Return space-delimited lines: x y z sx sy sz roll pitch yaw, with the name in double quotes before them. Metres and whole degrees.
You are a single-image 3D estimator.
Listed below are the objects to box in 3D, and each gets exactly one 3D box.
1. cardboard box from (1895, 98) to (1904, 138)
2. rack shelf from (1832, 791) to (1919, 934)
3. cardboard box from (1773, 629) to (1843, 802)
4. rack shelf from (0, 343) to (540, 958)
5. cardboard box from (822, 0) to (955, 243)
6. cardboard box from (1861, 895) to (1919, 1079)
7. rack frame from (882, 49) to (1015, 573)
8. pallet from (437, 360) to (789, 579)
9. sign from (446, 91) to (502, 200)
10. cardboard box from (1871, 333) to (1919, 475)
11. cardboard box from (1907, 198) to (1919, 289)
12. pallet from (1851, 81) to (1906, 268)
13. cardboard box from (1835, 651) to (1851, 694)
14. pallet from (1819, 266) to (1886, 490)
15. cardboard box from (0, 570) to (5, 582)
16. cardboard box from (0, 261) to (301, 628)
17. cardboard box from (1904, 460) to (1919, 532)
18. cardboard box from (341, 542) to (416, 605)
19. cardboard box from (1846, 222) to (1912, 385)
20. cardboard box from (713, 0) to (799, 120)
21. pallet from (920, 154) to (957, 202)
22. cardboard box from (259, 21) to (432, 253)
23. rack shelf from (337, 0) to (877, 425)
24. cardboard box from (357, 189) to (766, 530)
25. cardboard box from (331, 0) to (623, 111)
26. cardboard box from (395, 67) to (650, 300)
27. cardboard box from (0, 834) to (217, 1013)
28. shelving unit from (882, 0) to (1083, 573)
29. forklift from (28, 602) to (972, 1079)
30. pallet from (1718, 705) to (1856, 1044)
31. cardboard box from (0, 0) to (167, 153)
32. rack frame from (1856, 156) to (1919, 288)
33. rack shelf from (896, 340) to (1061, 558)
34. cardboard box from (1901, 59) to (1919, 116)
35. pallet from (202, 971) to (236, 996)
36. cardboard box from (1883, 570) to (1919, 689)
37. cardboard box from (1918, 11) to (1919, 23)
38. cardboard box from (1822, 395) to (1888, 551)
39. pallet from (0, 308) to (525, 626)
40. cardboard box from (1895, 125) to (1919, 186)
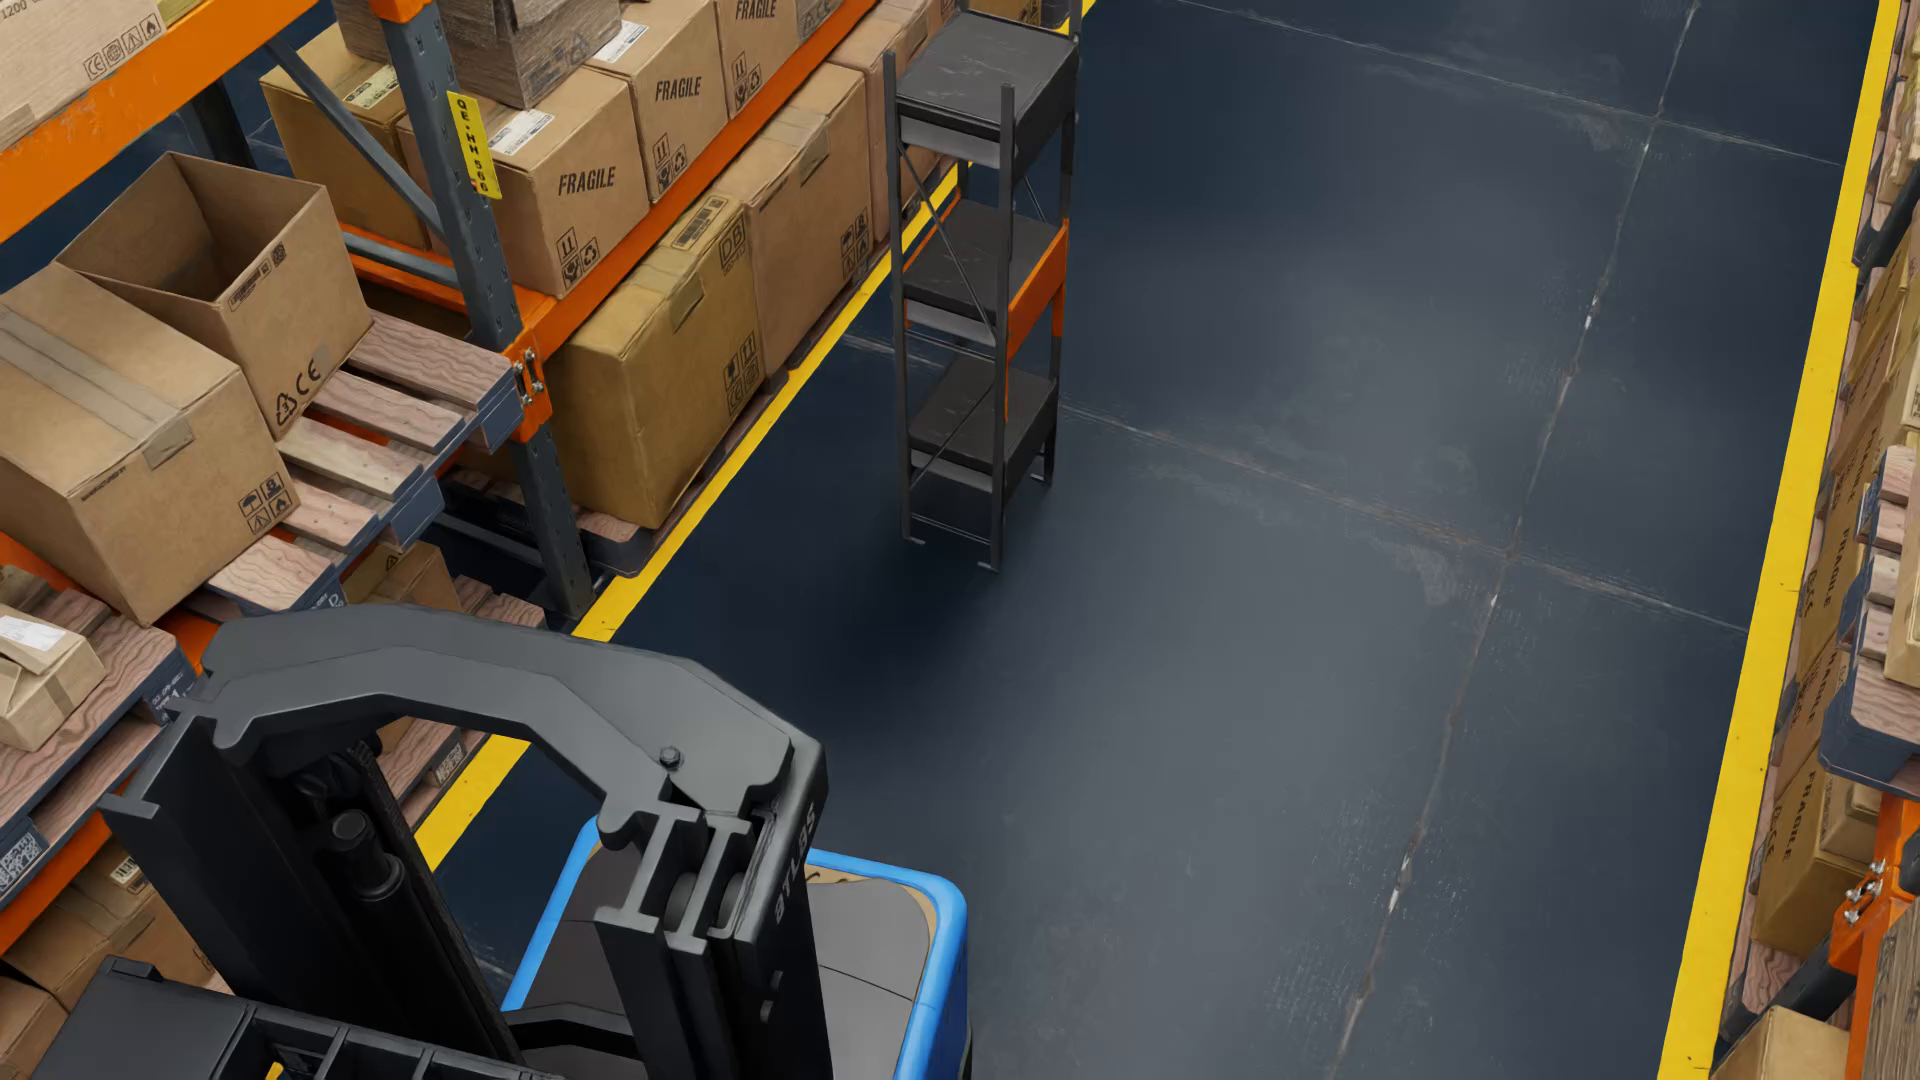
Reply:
"cardboard box" 4.449 -1.897 7.491 0.380 0.149 0.250 18 52 15
"rack shelf" 3.494 -0.339 5.042 1.077 0.370 4.000 20 52 16
"cardboard box" 2.909 0.584 5.149 0.500 0.500 0.500 22 53 18
"rack shelf" -2.656 0.732 4.130 1.077 0.370 4.000 20 52 16
"cardboard box" -0.729 -2.018 7.117 1.225 0.875 0.875 18 52 15
"cardboard box" 2.204 0.994 3.369 0.500 0.500 0.500 20 53 16
"rack frame" -0.034 -0.626 5.404 0.400 2.100 0.015 20 52 16
"pallet" -1.397 -0.493 6.531 1.003 0.211 1.213 20 52 16
"sign" -1.307 -1.058 4.473 0.100 0.325 0.005 20 52 16
"cardboard box" 3.347 -0.379 5.476 0.500 0.250 0.500 22 53 17
"cardboard box" 3.794 -1.096 6.086 0.500 0.250 0.500 18 52 15
"pallet" 4.603 -1.520 7.405 1.003 0.211 1.213 20 52 16
"cardboard box" 2.900 0.328 4.874 0.500 0.250 0.500 20 53 17
"pallet" 4.017 -0.509 6.545 1.003 0.211 1.213 20 52 16
"cardboard box" -2.726 0.113 4.007 0.500 0.250 0.500 18 52 15
"cardboard box" -2.144 -0.245 4.148 0.700 0.500 0.500 27 55 21
"cardboard box" 2.652 -0.087 4.244 0.380 0.149 0.250 21 53 17
"cardboard box" -2.061 0.017 5.126 0.500 0.250 0.500 22 53 18
"cardboard box" 3.793 -0.853 6.372 0.500 0.500 0.500 22 53 17
"cardboard box" -0.914 -1.867 5.803 0.500 0.500 0.500 19 52 15
"pallet" -0.355 -2.174 7.961 1.003 0.211 1.213 20 52 16
"cardboard box" -1.815 -1.332 5.348 0.500 0.500 0.500 21 53 17
"rack shelf" -0.947 -2.023 6.474 1.077 0.370 4.000 20 52 16
"cardboard box" -1.488 -0.795 6.076 1.225 0.875 0.875 18 52 14
"cardboard box" -1.475 -1.734 5.032 0.797 0.503 0.637 21 53 17
"cardboard box" -1.348 -1.157 5.200 0.500 0.500 0.500 21 53 17
"cardboard box" -2.531 1.035 4.752 0.700 0.500 0.500 24 54 19
"shelving unit" 0.071 -0.794 5.547 0.431 2.100 0.503 20 52 16
"forklift" -0.810 1.601 2.963 1.130 2.935 3.031 10 50 9
"pallet" 2.975 1.171 5.115 1.003 0.211 1.213 20 52 16
"cardboard box" -1.983 -1.049 3.302 0.500 0.250 0.500 20 52 16
"rack frame" 4.348 -1.950 5.939 1.000 3.000 0.127 20 52 16
"rack shelf" 0.071 -0.332 6.091 0.431 0.518 0.480 20 52 16
"cardboard box" 4.398 -1.959 7.348 0.380 0.149 0.250 18 52 15
"pallet" -2.660 1.400 4.920 1.003 0.211 1.213 20 52 16
"cardboard box" 2.435 0.261 3.948 0.380 0.149 0.250 21 53 17
"cardboard box" 4.895 -2.590 8.081 0.380 0.149 0.250 20 52 16
"cardboard box" 3.357 -0.123 5.751 0.500 0.500 0.500 21 53 17
"pallet" -2.010 -0.291 4.654 1.213 0.211 1.003 20 52 16
"cardboard box" 4.196 -1.579 7.025 0.380 0.149 0.250 21 53 17
